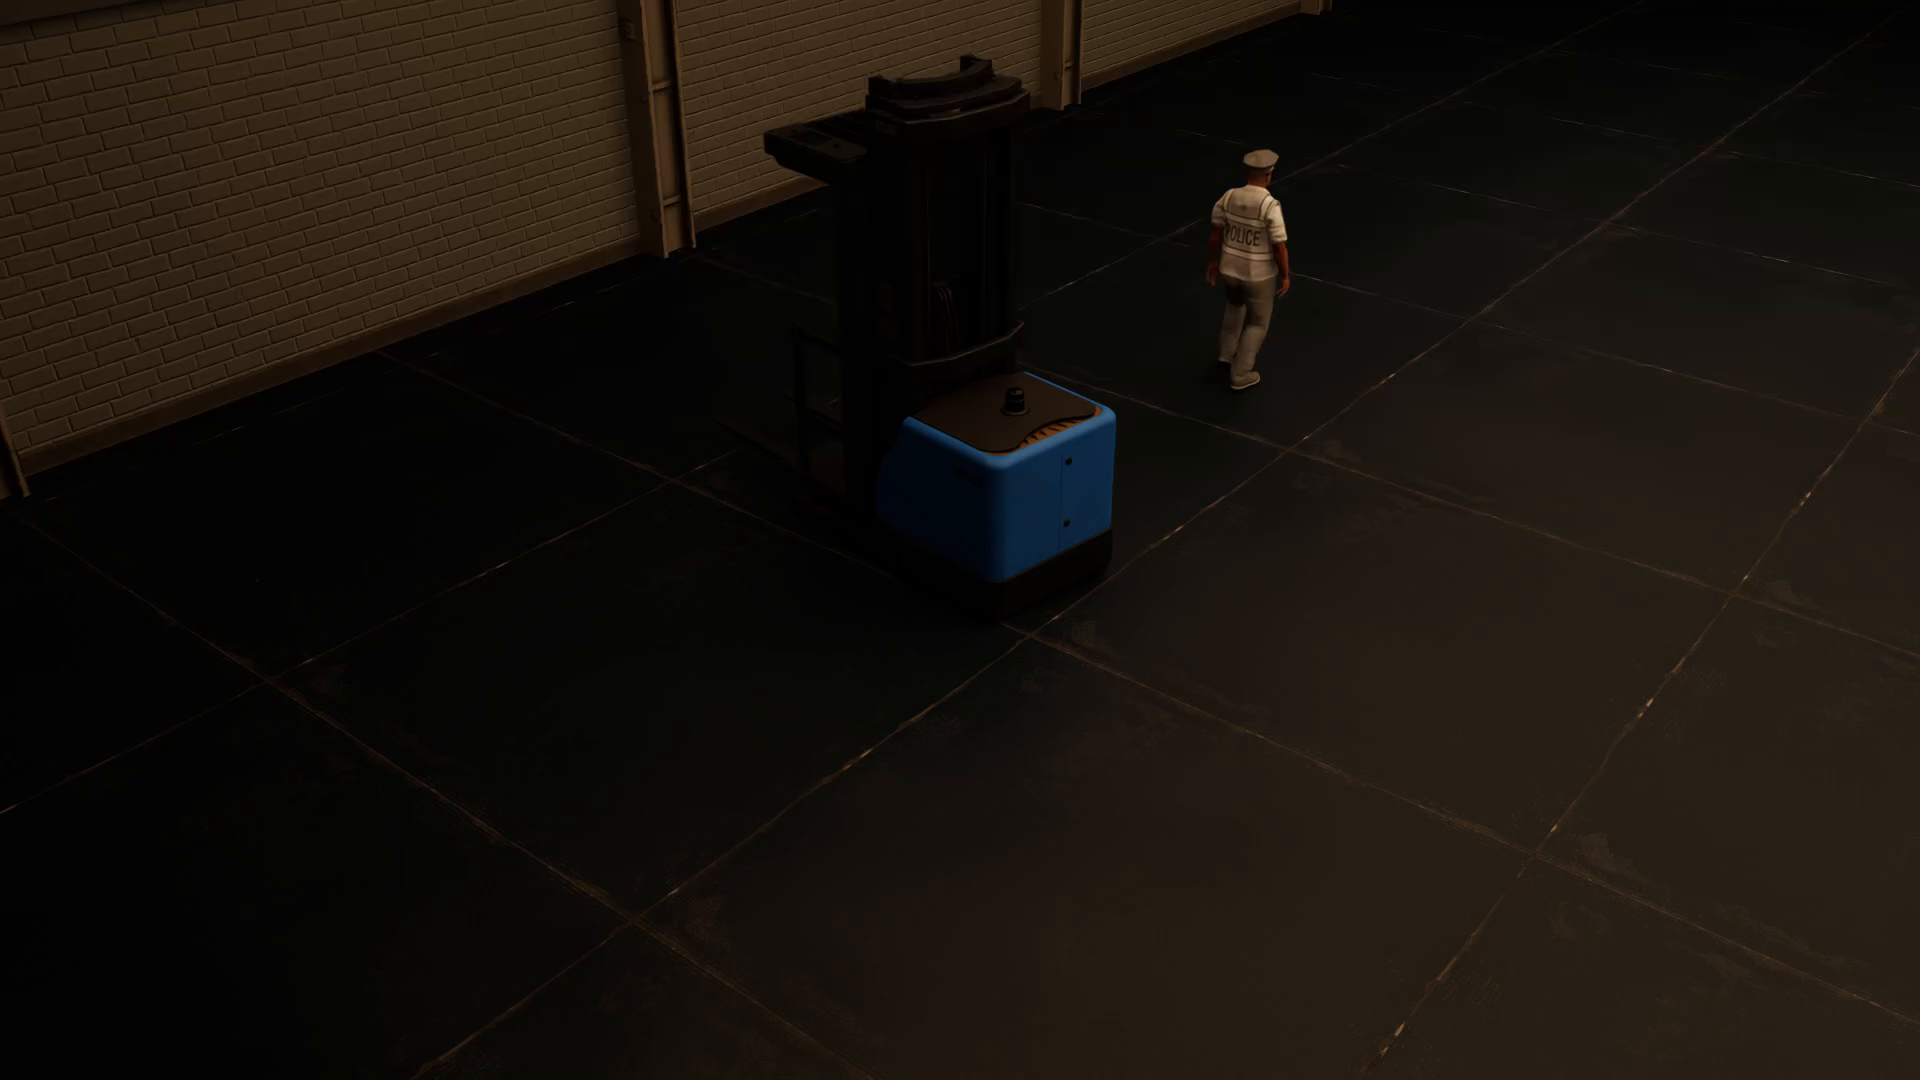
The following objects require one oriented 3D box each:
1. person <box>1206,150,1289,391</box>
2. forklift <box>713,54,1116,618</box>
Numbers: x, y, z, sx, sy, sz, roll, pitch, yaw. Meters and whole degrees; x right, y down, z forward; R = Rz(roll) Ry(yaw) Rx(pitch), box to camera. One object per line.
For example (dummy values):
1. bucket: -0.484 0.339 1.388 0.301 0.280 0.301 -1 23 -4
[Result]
1. person: 2.140 -1.955 12.203 0.636 1.812 0.536 25 39 36
2. forklift: -0.443 -1.474 10.117 1.130 2.935 3.031 -25 38 -36
